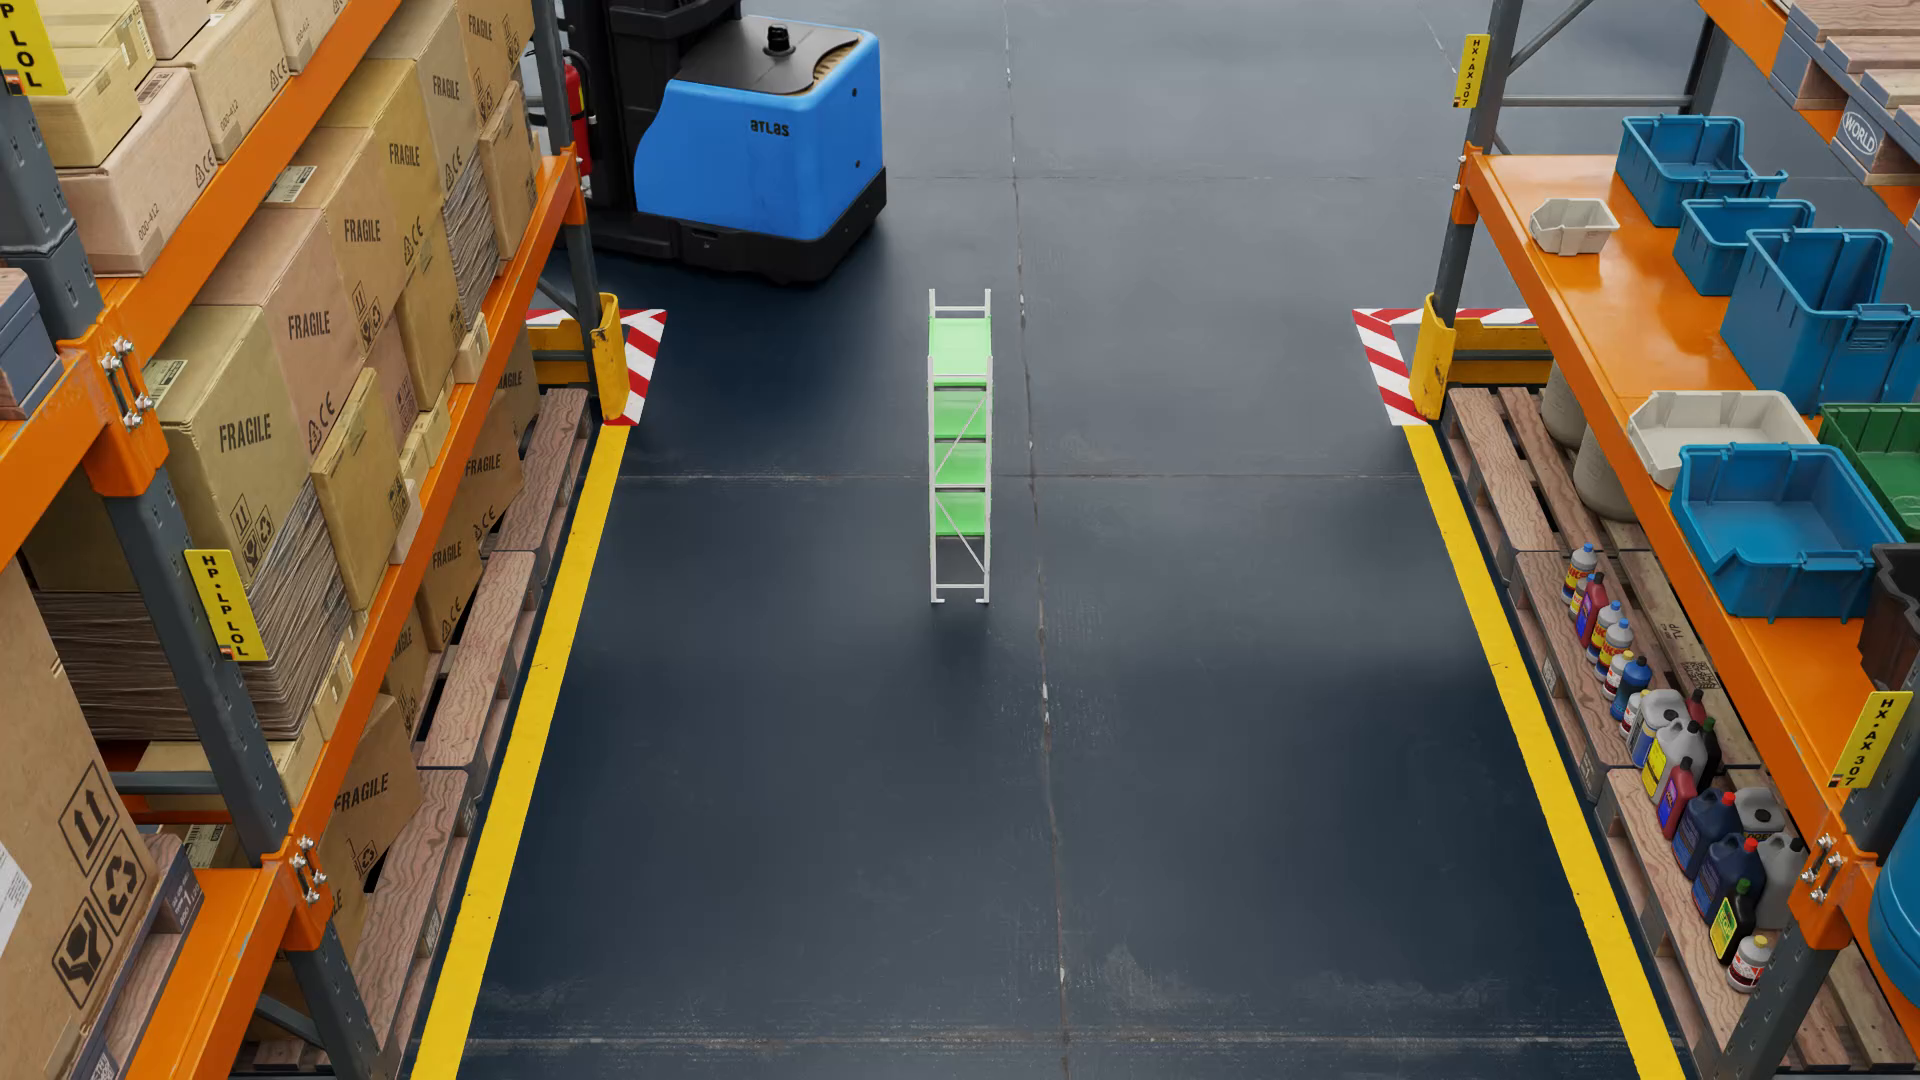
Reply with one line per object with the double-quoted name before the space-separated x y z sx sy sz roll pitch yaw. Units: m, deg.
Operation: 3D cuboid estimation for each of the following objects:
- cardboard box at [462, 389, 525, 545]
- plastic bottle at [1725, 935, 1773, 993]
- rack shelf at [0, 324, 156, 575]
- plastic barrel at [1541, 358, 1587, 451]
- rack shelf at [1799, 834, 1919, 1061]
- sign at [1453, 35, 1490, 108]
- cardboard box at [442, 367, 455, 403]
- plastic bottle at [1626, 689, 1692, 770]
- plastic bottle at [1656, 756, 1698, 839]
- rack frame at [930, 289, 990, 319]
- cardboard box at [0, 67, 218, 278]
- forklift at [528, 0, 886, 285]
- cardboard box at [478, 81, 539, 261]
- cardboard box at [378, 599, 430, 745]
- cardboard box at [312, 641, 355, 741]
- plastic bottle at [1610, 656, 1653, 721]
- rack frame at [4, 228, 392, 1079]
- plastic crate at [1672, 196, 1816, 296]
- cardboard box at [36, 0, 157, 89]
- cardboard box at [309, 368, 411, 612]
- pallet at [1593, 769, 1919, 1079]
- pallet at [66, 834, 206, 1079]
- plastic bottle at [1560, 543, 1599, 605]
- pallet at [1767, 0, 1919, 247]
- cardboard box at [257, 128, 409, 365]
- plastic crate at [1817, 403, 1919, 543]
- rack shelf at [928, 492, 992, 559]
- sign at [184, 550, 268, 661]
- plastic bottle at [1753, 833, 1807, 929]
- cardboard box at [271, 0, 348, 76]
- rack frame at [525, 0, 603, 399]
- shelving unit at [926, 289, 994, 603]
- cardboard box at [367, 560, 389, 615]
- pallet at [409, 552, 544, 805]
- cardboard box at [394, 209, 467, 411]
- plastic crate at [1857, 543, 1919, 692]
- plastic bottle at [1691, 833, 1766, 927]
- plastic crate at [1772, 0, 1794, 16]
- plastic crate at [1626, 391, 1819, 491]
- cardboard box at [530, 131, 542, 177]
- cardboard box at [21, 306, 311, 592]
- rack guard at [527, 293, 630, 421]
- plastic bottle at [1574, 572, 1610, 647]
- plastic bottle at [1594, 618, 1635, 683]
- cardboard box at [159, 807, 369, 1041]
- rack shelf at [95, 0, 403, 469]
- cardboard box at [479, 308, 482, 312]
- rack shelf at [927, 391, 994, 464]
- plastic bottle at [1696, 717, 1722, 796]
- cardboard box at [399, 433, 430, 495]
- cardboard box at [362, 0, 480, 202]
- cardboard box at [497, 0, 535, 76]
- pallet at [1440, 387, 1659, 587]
"cardboard box" -2.189 -0.321 6.915 0.500 0.500 0.500 10 40 12
"plastic bottle" 2.438 1.294 5.122 0.097 0.201 0.097 0 39 0
"rack shelf" -2.201 0.965 1.824 1.077 0.370 4.000 0 39 0
"plastic barrel" 2.823 -0.682 7.356 0.421 0.512 0.421 0 39 0
"rack shelf" 2.752 2.132 2.766 1.077 0.370 4.000 0 39 0
"sign" 2.195 -2.011 7.140 0.100 0.325 0.005 0 39 0
"cardboard box" -1.963 -0.527 5.710 0.380 0.149 0.250 0 39 0
"plastic bottle" 2.464 0.666 5.847 0.152 0.276 0.135 1 39 1
"plastic bottle" 2.419 0.865 5.593 0.061 0.283 0.133 2 39 3
"rack frame" 0.000 -0.517 6.936 0.240 1.200 0.015 0 39 0
"cardboard box" -1.947 -0.789 3.558 0.500 0.250 0.500 -1 39 -2
"forklift" -1.996 -3.069 8.736 3.031 2.935 1.130 12 40 15
"cardboard box" -2.114 -1.396 6.275 0.875 0.500 0.500 0 39 0
"cardboard box" -2.251 0.419 5.991 0.500 0.500 0.500 -3 39 -4
"cardboard box" -1.890 0.411 4.539 0.380 0.149 0.250 0 39 0
"plastic bottle" 2.437 0.530 6.020 0.097 0.271 0.097 0 39 0
"rack frame" -2.203 0.604 4.097 1.000 3.000 0.127 0 39 0
"plastic crate" 3.040 -1.124 6.373 0.499 0.251 0.408 0 39 0
"cardboard box" -1.964 -1.033 3.543 0.380 0.149 0.250 -2 39 -2
"cardboard box" -2.107 -0.145 4.714 0.875 0.500 0.500 0 39 0
"pallet" 2.791 1.269 5.498 1.003 0.211 1.213 0 39 0
"pallet" -2.348 1.157 3.561 1.003 0.211 1.213 0 39 0
"plastic bottle" 2.436 0.126 6.524 0.097 0.271 0.097 0 39 0
"pallet" 2.652 -0.947 3.786 1.213 0.211 1.003 0 39 0
"cardboard box" -1.951 -0.848 4.792 0.500 0.500 0.500 0 39 0
"plastic crate" 3.031 -0.166 5.228 0.450 0.188 0.662 0 39 0
"rack shelf" 0.000 -0.128 6.936 0.258 0.148 0.480 0 39 0
"sign" -1.648 0.150 3.739 0.100 0.325 0.005 0 39 0
"plastic bottle" 2.605 1.060 5.295 0.144 0.351 0.185 0 39 0
"cardboard box" -1.943 -1.431 4.358 0.500 0.250 0.500 -1 39 -2
"rack frame" -2.208 -1.897 7.219 1.000 3.000 0.127 0 39 0
"shelving unit" 0.000 -0.365 6.746 0.258 1.200 0.503 0 39 0
"cardboard box" -1.927 0.099 4.929 0.380 0.149 0.250 0 39 0
"pallet" -2.243 0.508 6.448 1.003 0.211 1.213 0 39 0
"cardboard box" -2.168 -0.770 5.495 0.875 0.500 0.500 0 39 0
"plastic crate" 2.877 0.297 4.530 0.767 0.338 0.504 0 39 0
"plastic bottle" 2.461 1.060 5.295 0.144 0.351 0.185 -1 39 -1
"plastic crate" 2.344 -1.470 4.498 0.243 0.136 0.396 0 39 0
"plastic crate" 2.495 -0.312 5.451 0.530 0.136 0.437 0 39 0
"cardboard box" -2.001 -1.621 7.075 0.380 0.149 0.250 0 39 0
"cardboard box" -1.949 -0.223 4.012 0.500 0.500 0.500 0 39 0
"rack guard" -2.207 -0.874 7.941 1.175 0.500 0.348 0 39 0
"plastic bottle" 2.418 0.263 6.343 0.061 0.283 0.133 1 39 1
"plastic bottle" 2.436 0.403 6.178 0.097 0.271 0.097 0 39 0
"cardboard box" -2.163 1.166 5.060 0.500 0.500 0.500 -1 39 -1
"rack shelf" -2.205 -1.536 4.945 1.077 0.370 4.000 0 39 0
"cardboard box" -1.983 -0.839 6.100 0.380 0.149 0.250 0 39 0
"rack shelf" 0.000 -0.502 6.635 0.258 0.148 0.480 0 39 0
"plastic bottle" 2.563 0.748 5.738 0.061 0.283 0.133 0 39 0
"cardboard box" -1.928 -0.214 5.319 0.380 0.149 0.250 0 39 0
"cardboard box" -1.955 -1.473 5.572 0.500 0.500 0.500 0 39 0
"cardboard box" -1.960 -2.099 6.353 0.500 0.500 0.500 0 39 0
"pallet" 2.788 -0.257 7.402 1.003 0.211 1.213 0 39 0
